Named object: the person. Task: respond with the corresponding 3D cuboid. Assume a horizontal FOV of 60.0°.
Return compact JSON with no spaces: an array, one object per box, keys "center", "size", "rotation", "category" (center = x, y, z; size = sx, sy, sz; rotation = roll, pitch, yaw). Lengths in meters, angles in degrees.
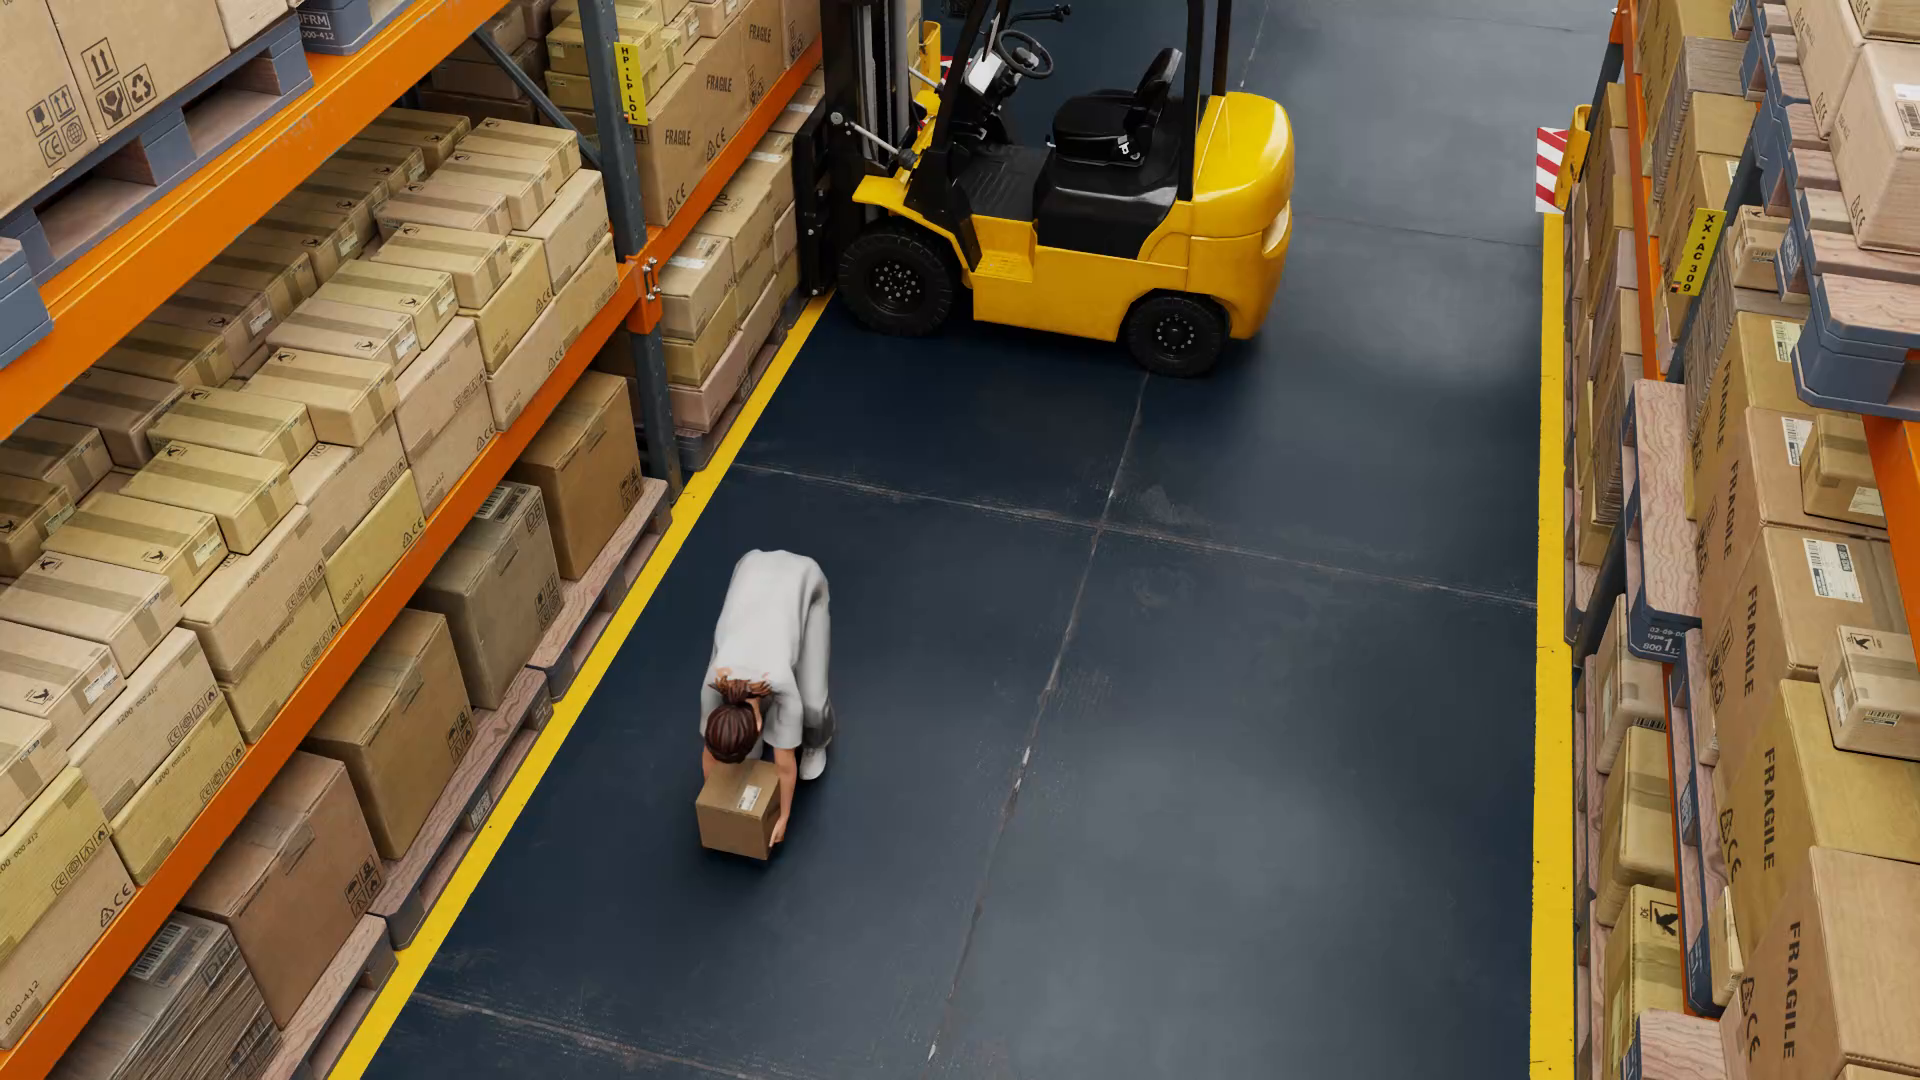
[{"center":[-0.715,0.580,6.079],"size":[0.471,0.907,0.850],"rotation":[8,42,9],"category":"person"}]
